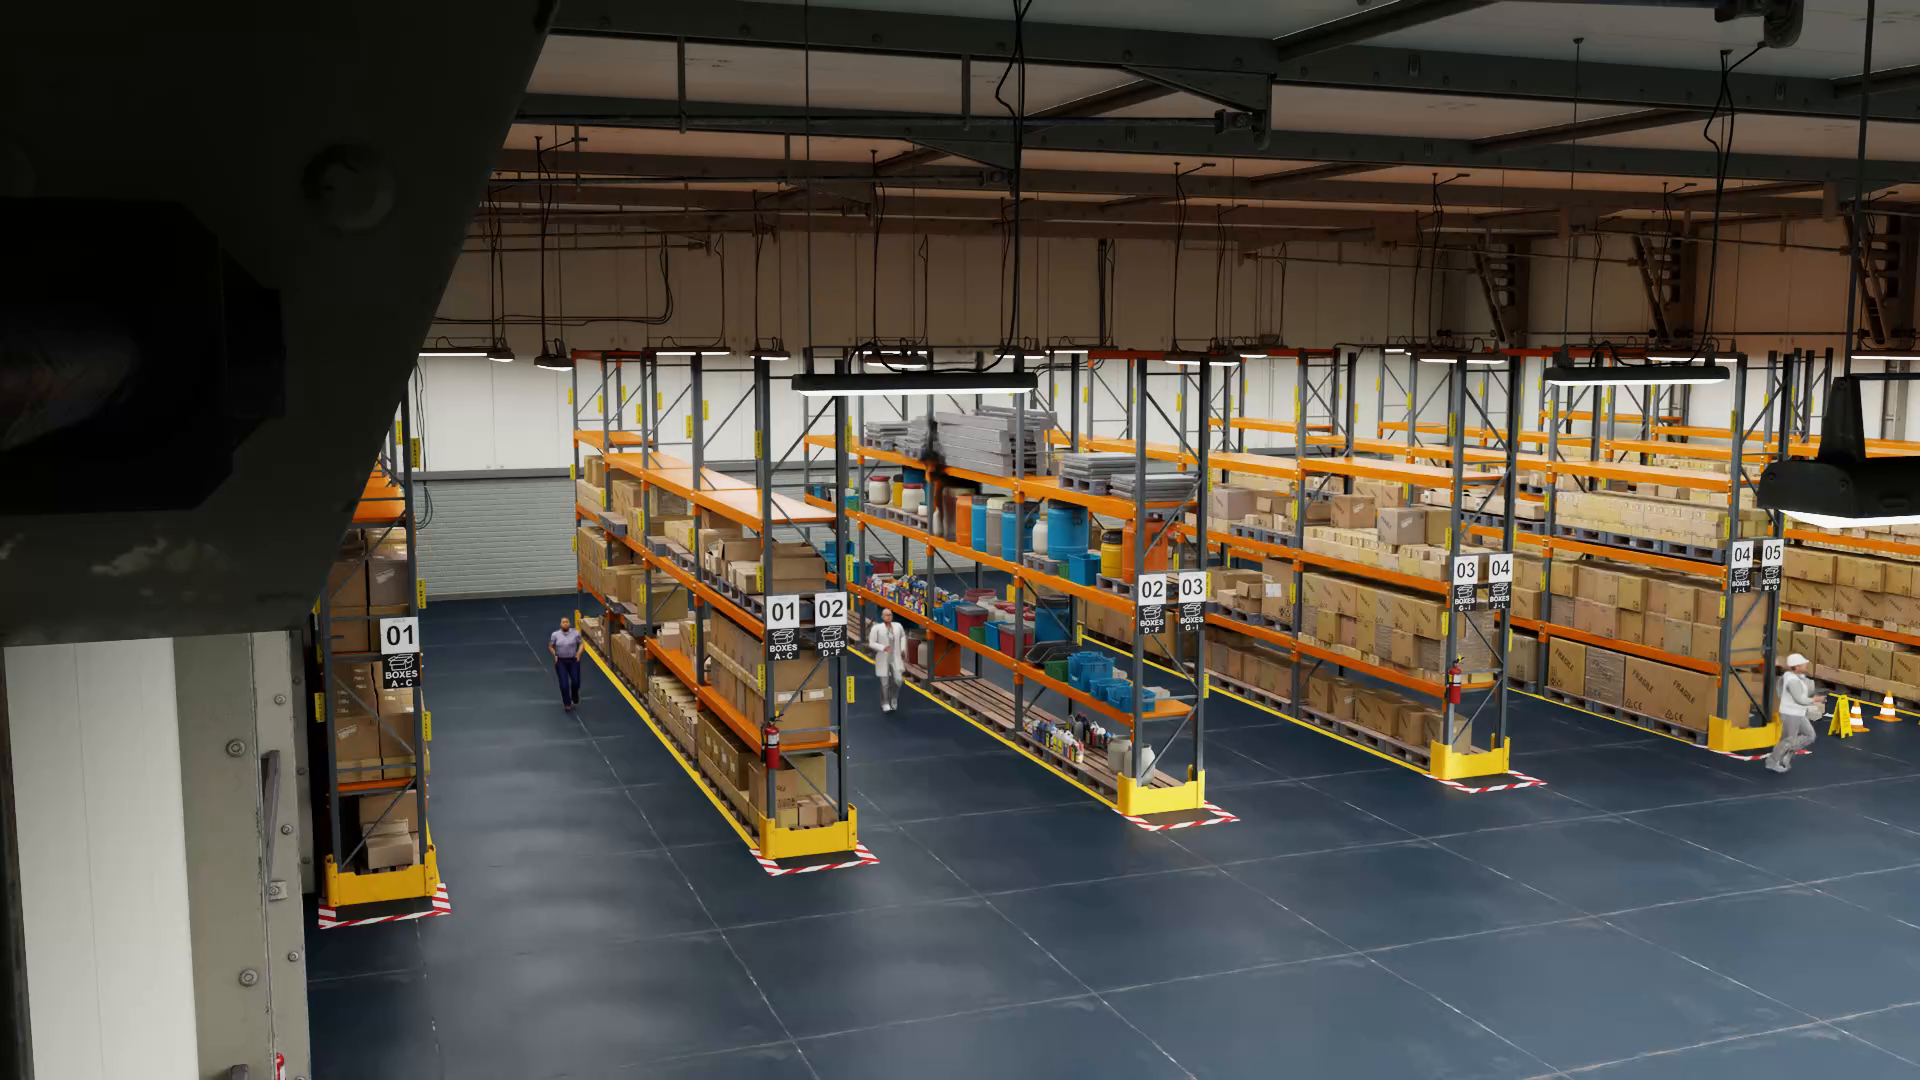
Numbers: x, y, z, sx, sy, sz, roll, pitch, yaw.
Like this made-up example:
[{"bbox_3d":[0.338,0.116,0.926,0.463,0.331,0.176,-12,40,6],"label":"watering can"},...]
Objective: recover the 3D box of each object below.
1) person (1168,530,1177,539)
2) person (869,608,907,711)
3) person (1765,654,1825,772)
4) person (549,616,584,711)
[{"bbox_3d":[4.901,0.610,39.102,0.660,1.787,0.698,0,7,1],"label":"person"},{"bbox_3d":[-1.175,2.012,27.724,0.688,1.743,0.686,-2,7,-17],"label":"person"},{"bbox_3d":[12.016,2.485,23.907,0.708,1.741,0.639,4,8,29],"label":"person"},{"bbox_3d":[-6.601,2.070,27.944,0.586,1.601,0.524,-2,7,-14],"label":"person"}]
